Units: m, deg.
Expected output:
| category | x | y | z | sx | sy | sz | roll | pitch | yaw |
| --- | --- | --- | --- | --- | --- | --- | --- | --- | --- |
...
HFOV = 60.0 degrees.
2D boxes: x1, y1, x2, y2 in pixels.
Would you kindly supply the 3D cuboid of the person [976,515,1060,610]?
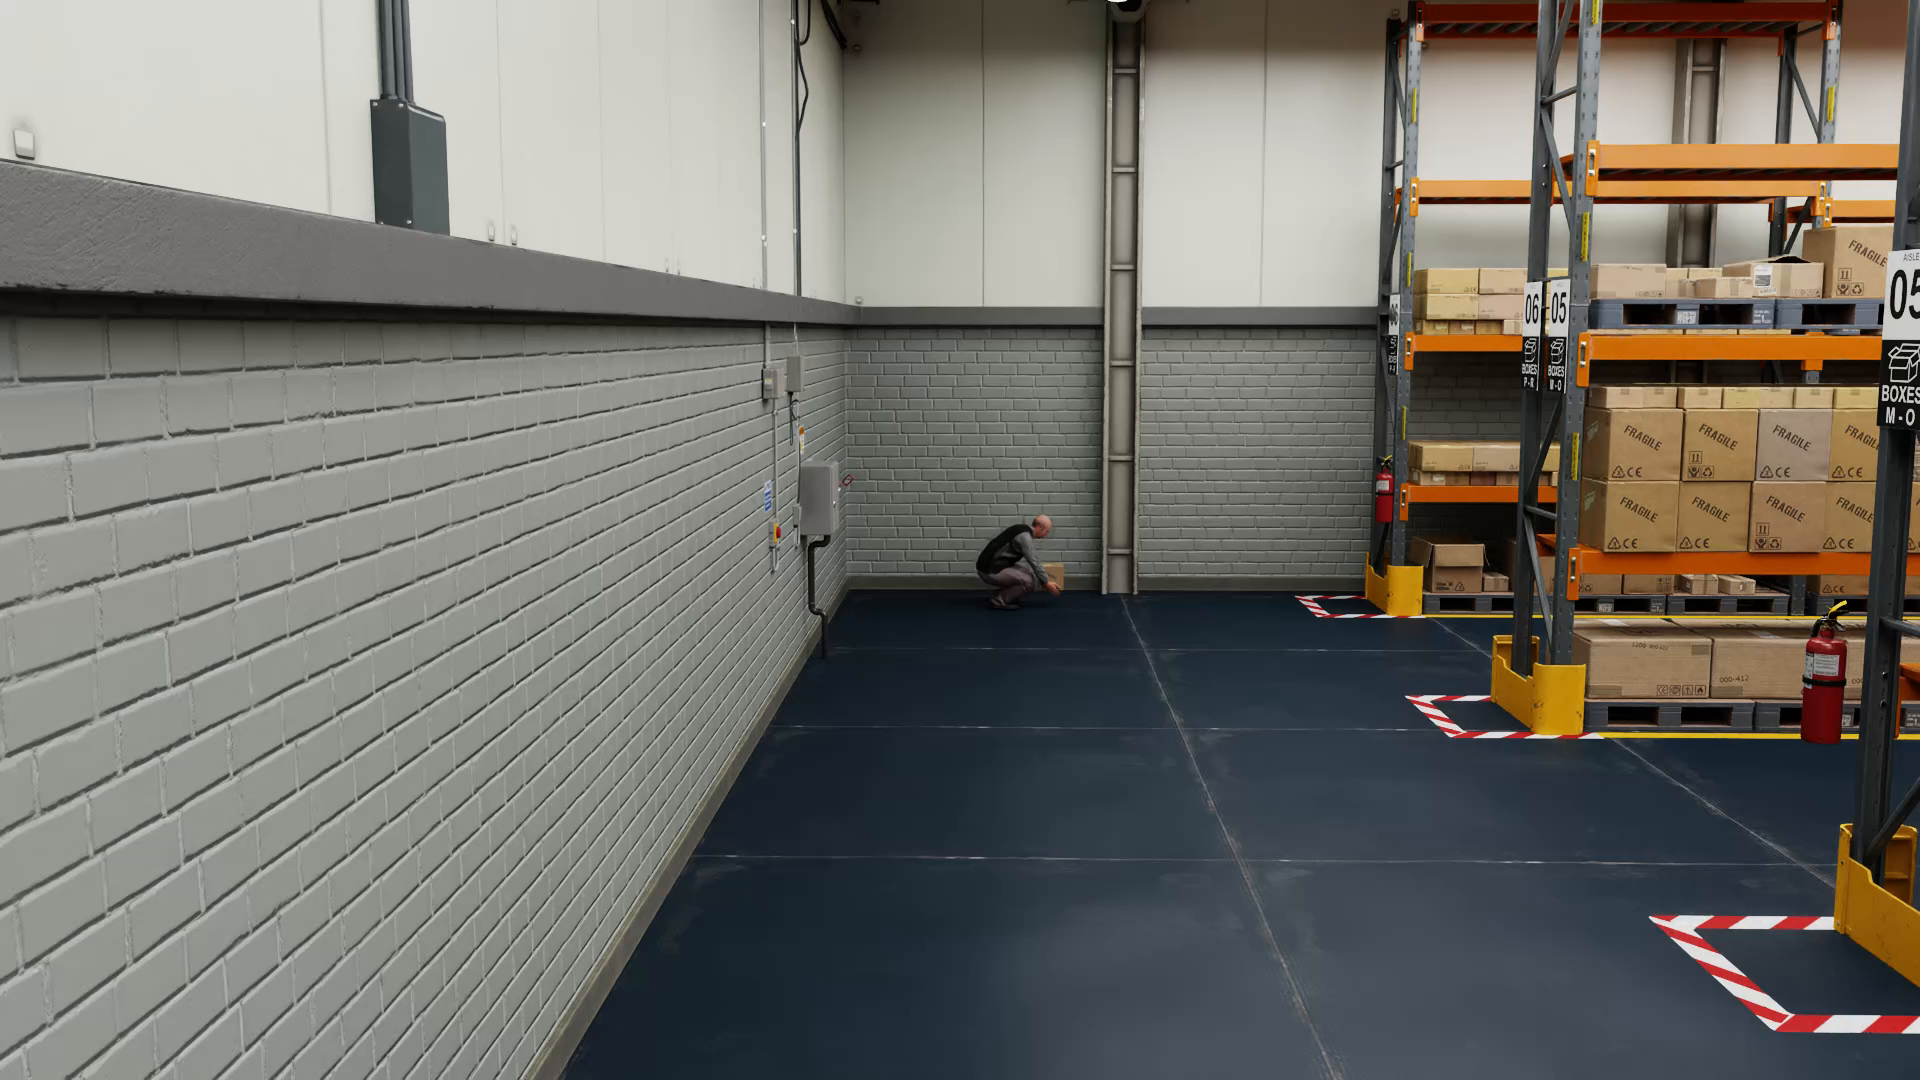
| category | x | y | z | sx | sy | sz | roll | pitch | yaw |
| --- | --- | --- | --- | --- | --- | --- | --- | --- | --- |
| person | 0.598 | 0.225 | 17.158 | 0.869 | 0.966 | 0.530 | 0 | 7 | 1 |
